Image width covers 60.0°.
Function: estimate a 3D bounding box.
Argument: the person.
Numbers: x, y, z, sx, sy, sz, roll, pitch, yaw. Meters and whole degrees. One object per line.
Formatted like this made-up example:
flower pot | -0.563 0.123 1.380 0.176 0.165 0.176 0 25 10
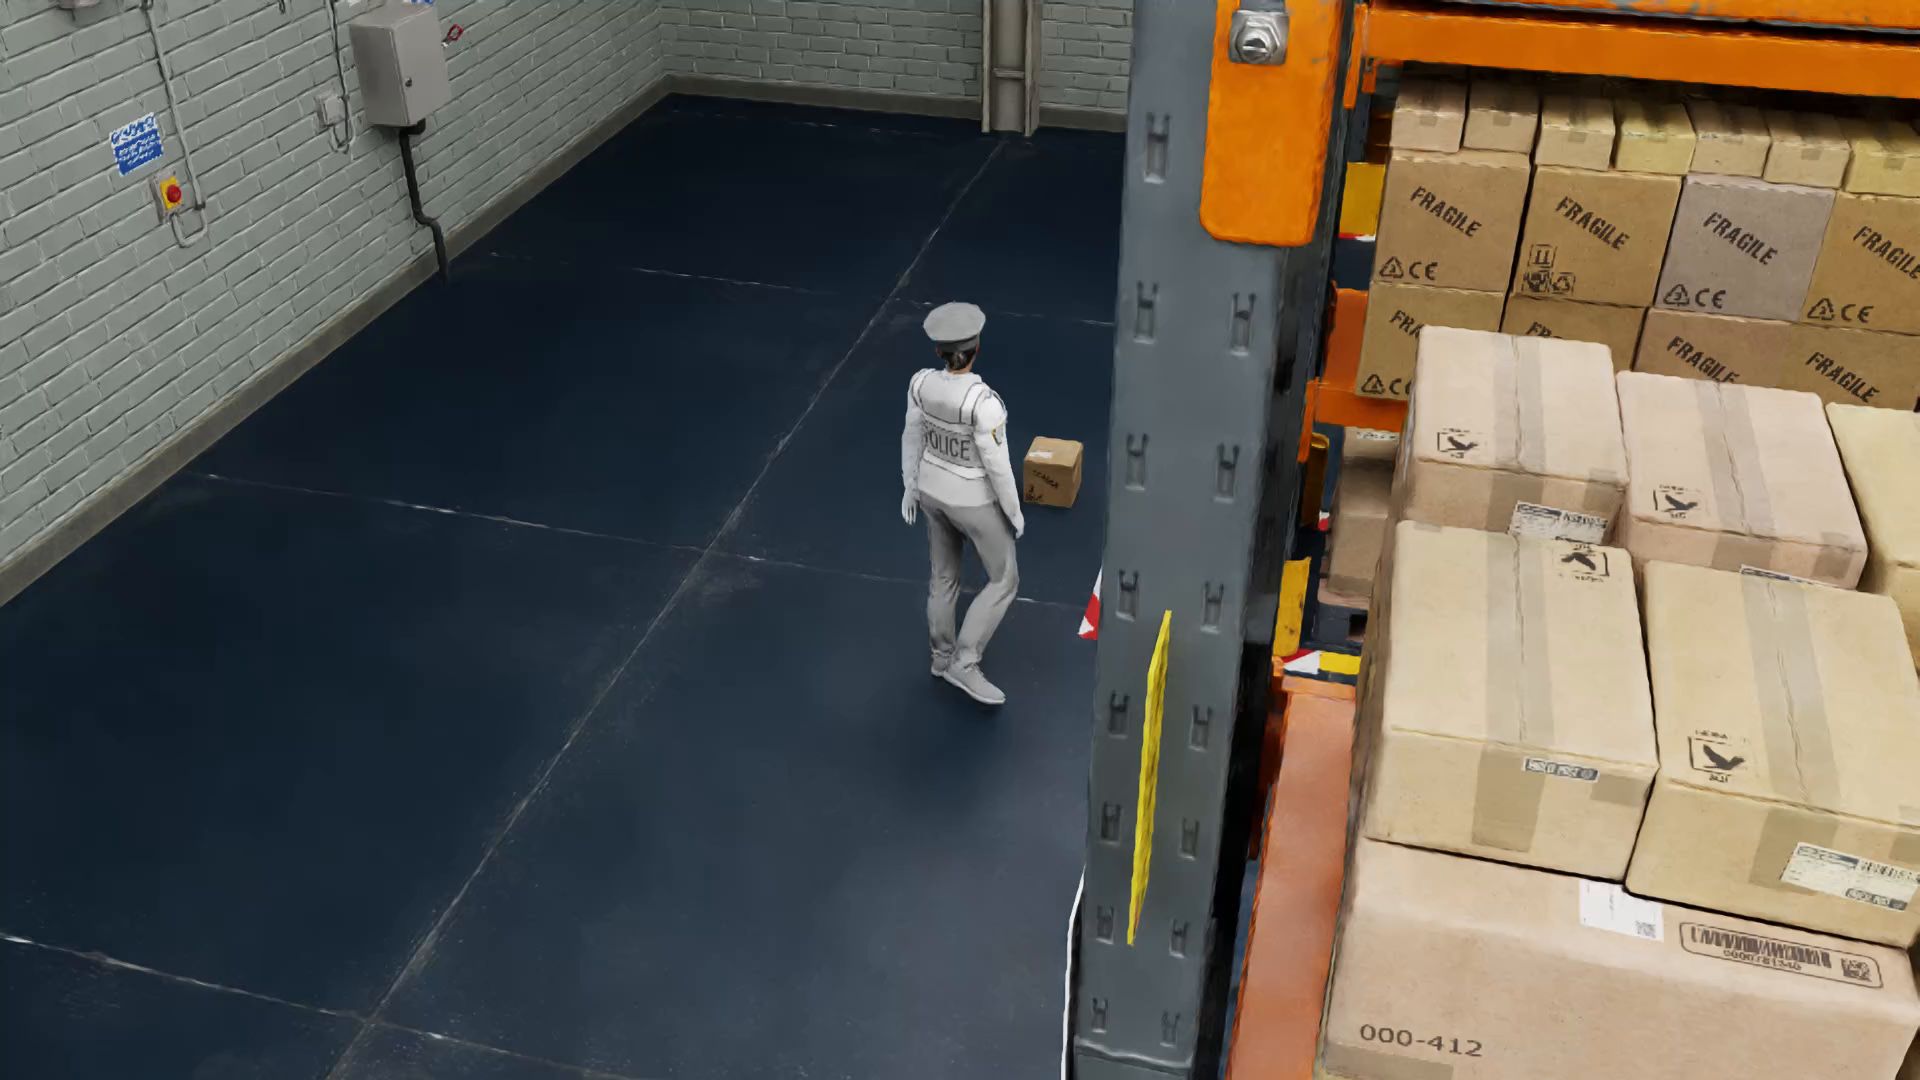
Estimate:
person | 0.014 -0.127 6.799 0.648 1.659 0.437 27 41 35
